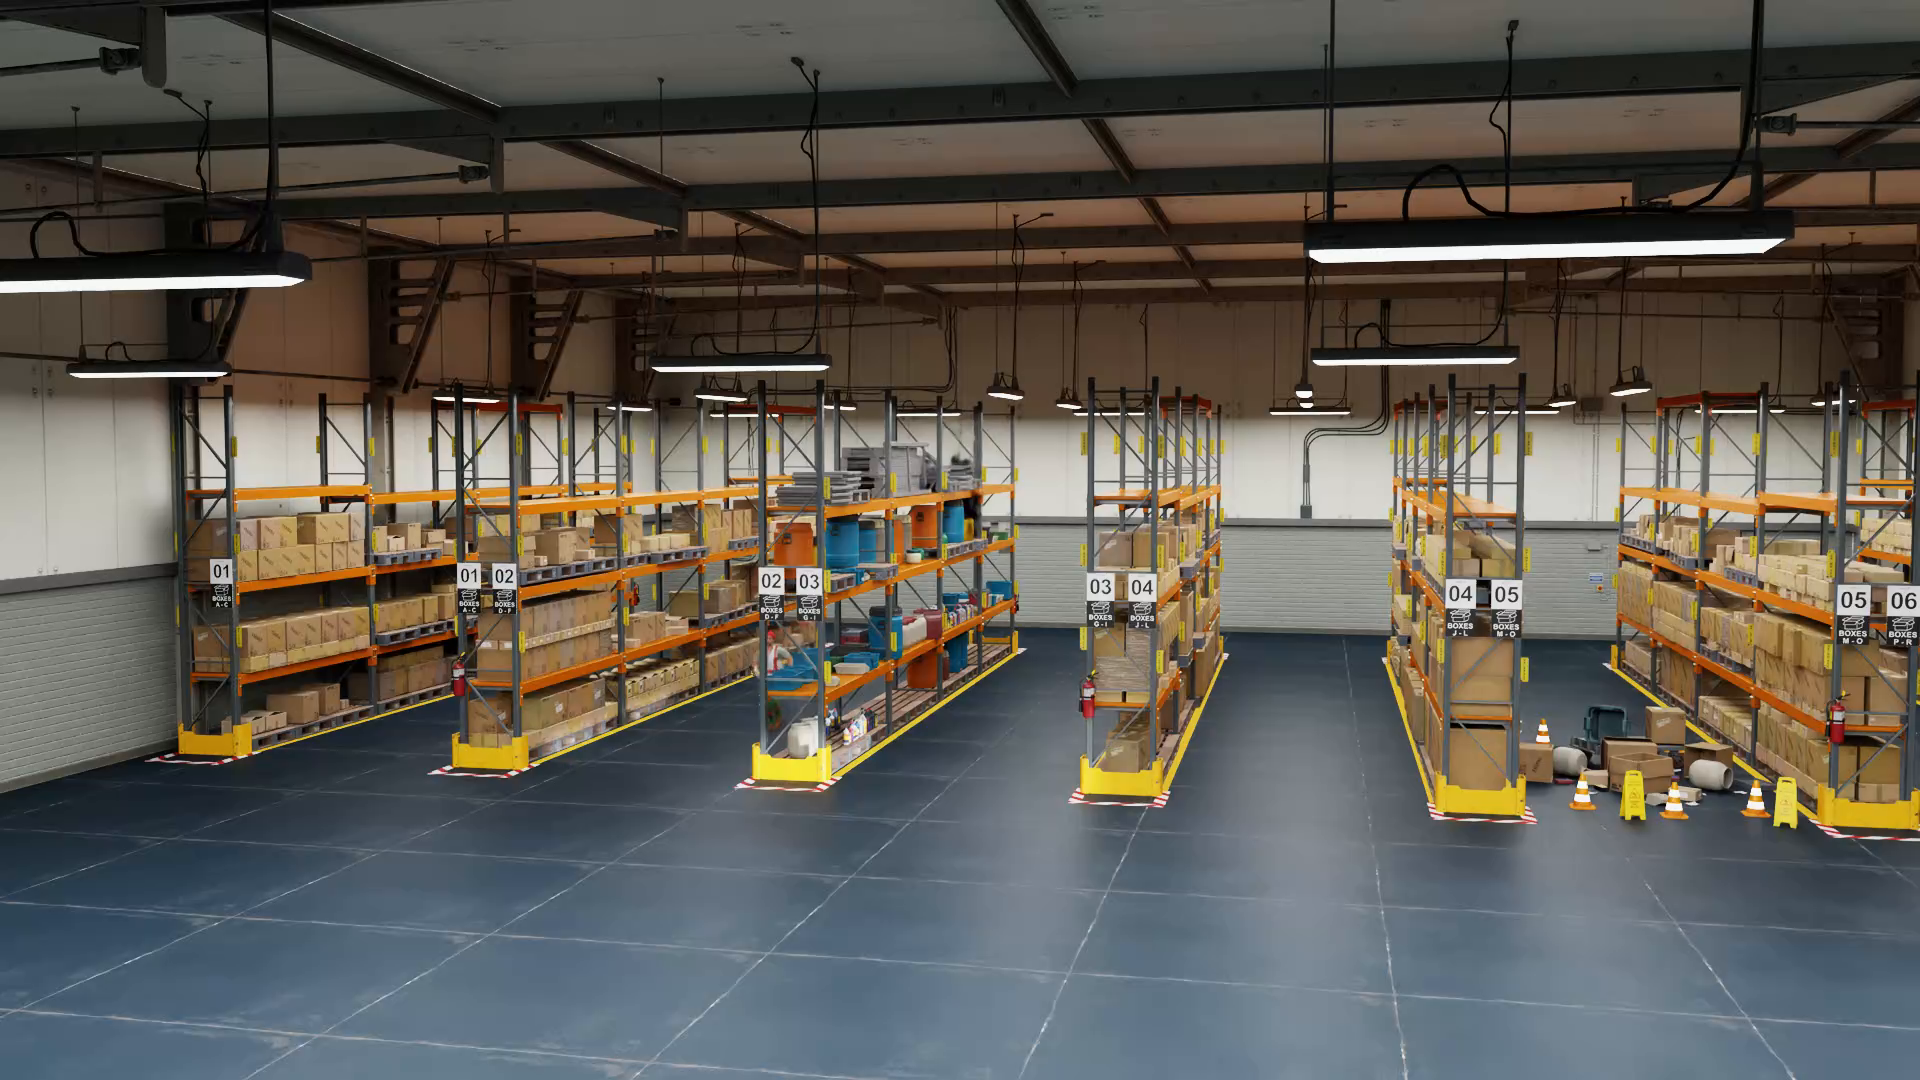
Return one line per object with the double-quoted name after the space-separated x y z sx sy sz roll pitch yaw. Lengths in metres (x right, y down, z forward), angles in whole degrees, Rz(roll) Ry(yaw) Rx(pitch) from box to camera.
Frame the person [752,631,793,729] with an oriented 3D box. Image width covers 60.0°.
-3.361 2.472 29.216 0.685 1.757 0.623 1 3 18 "person"
